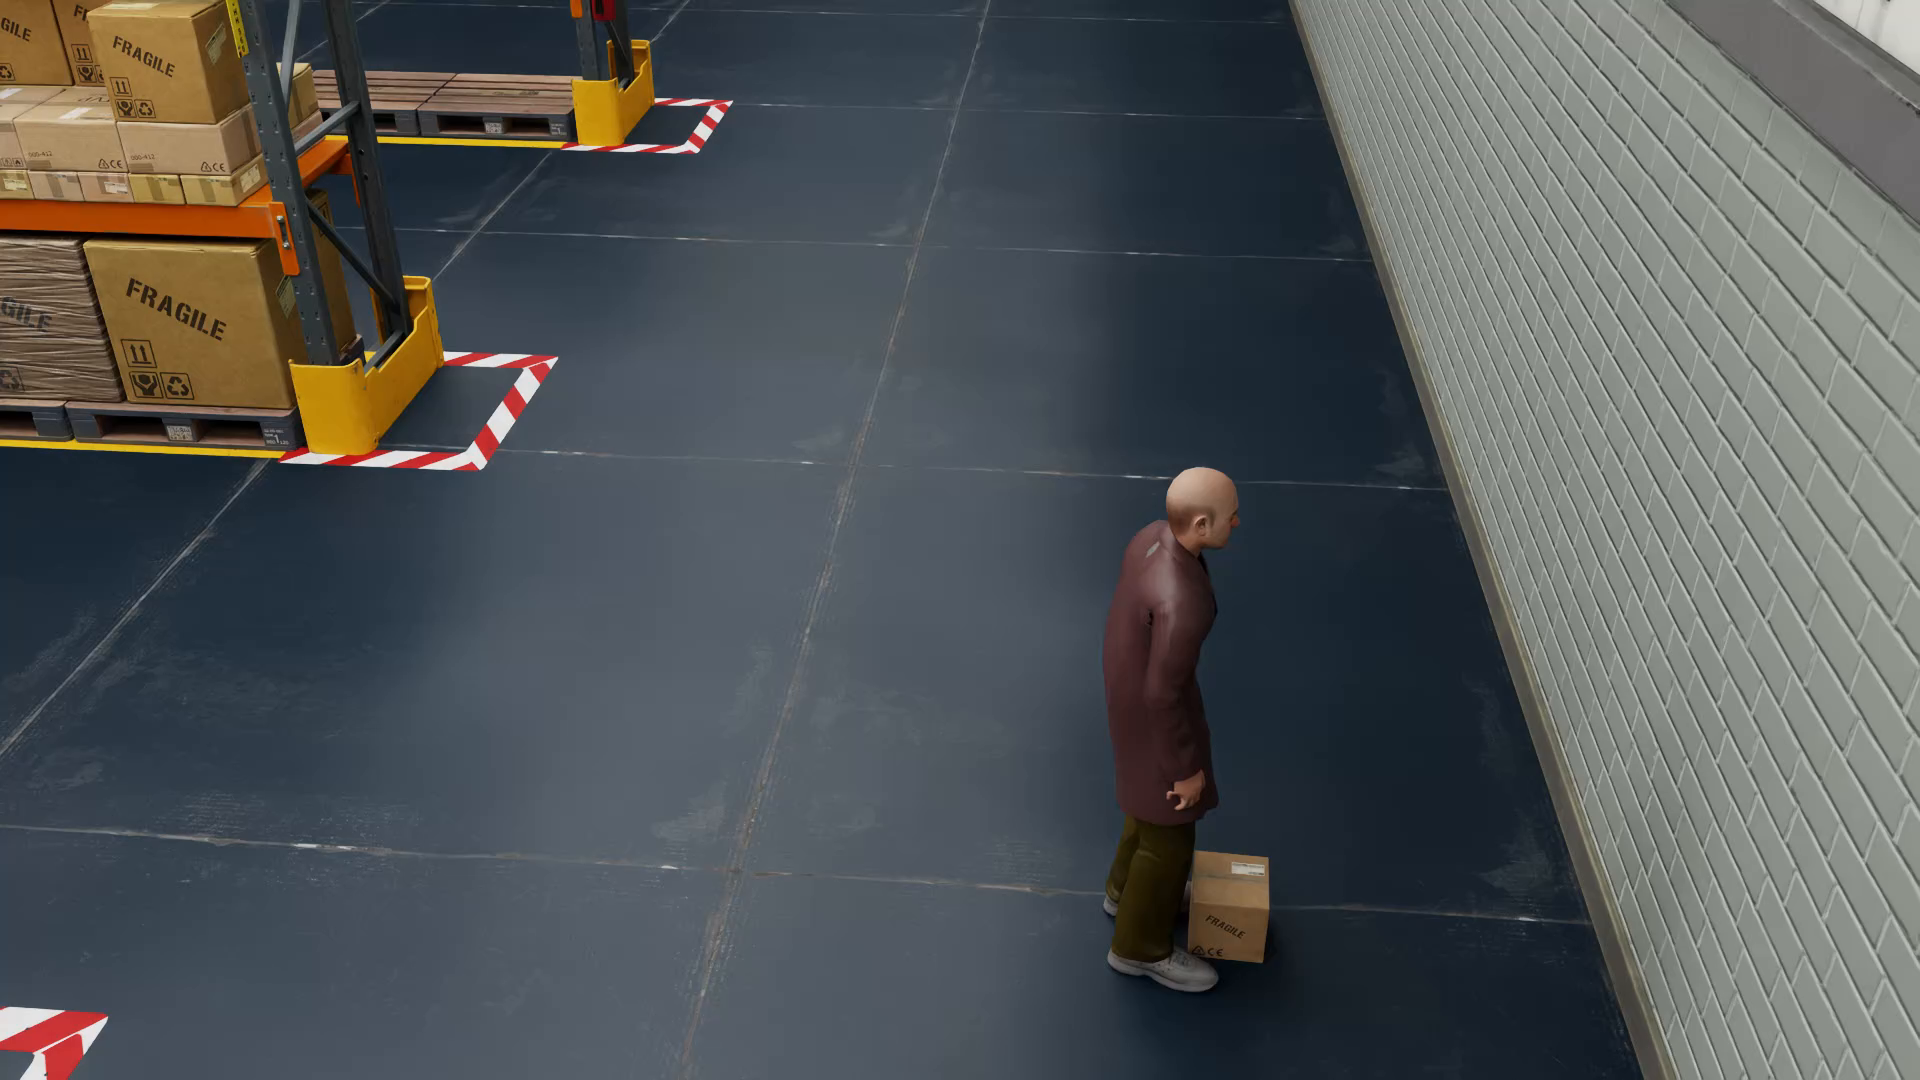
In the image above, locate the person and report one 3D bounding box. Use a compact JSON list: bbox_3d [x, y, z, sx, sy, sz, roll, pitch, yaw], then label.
[{"bbox_3d":[0.653,0.567,5.226,0.427,1.773,0.652,1,32,1],"label":"person"}]
